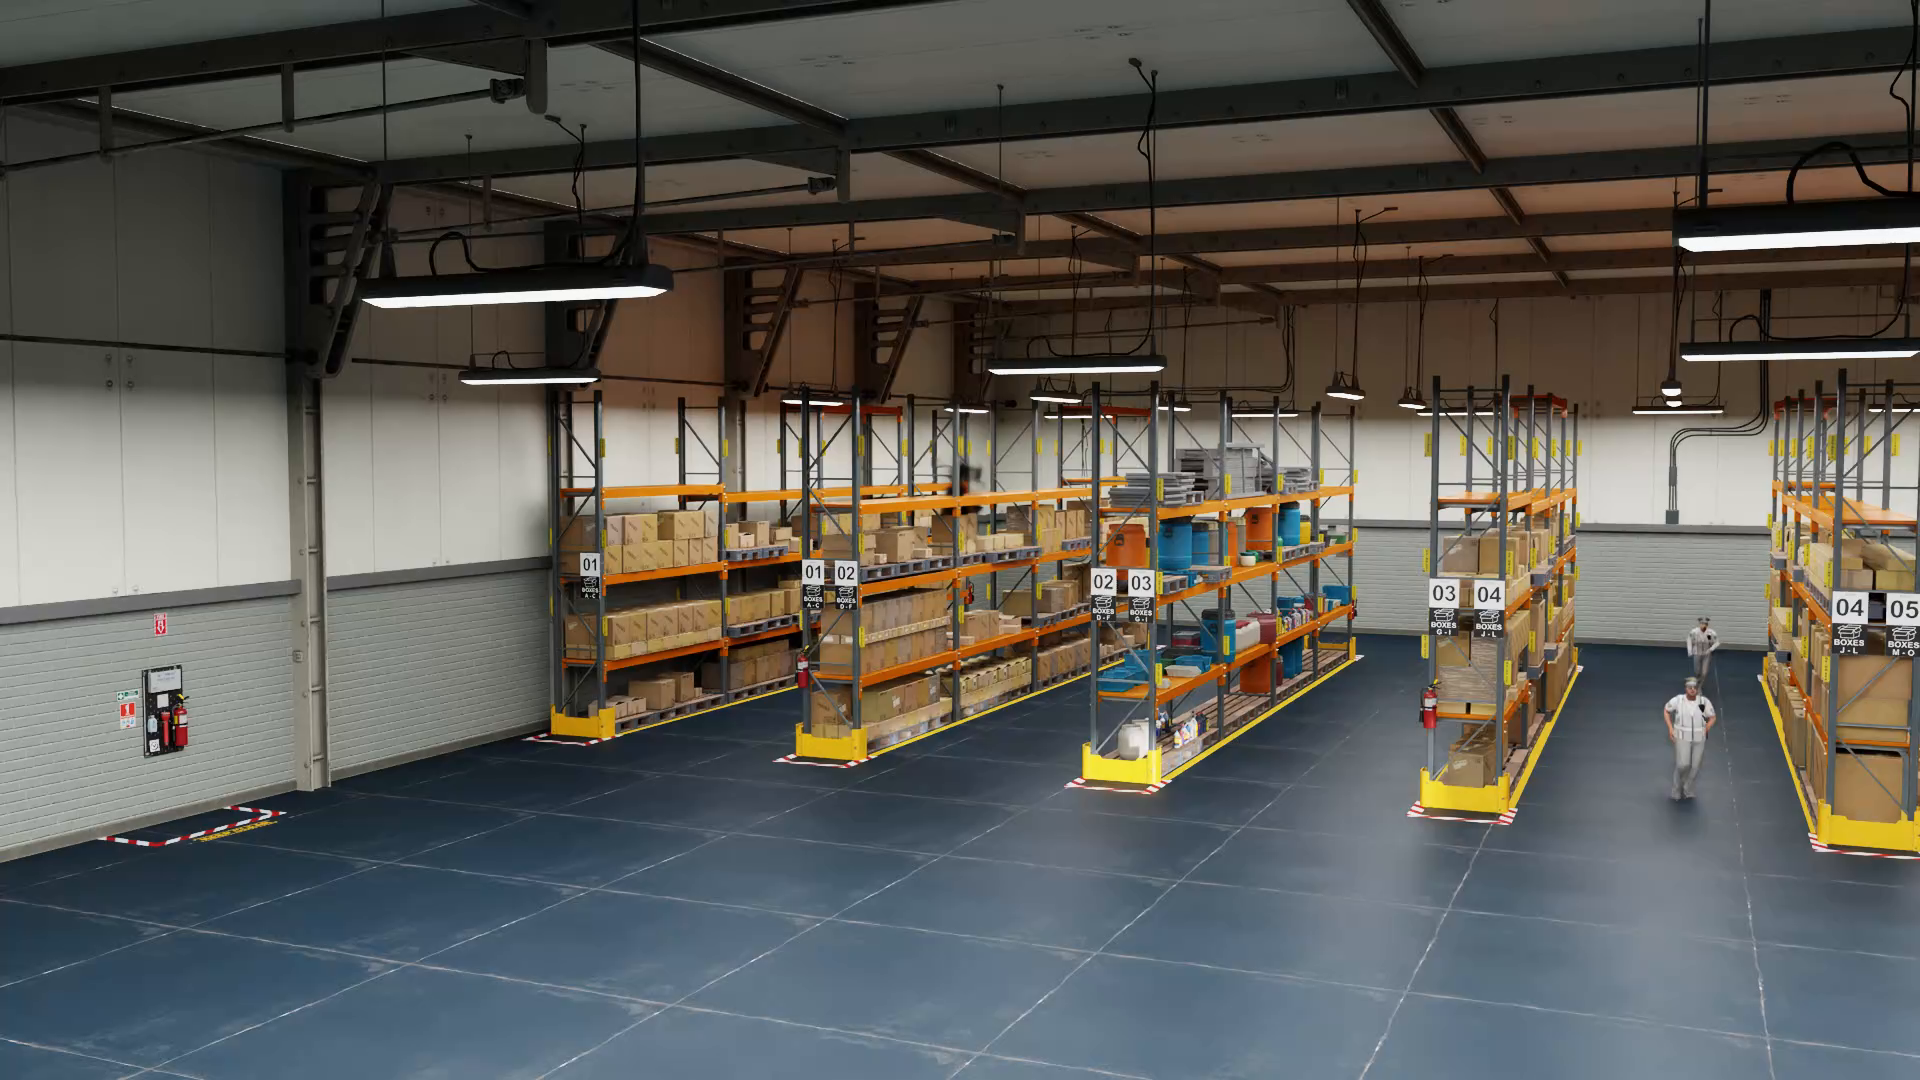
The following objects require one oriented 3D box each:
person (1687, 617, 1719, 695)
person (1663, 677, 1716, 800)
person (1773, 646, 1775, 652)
[{"bbox_3d":[15.058,2.339,33.714,0.592,1.605,0.644,1,3,19],"label":"person"},{"bbox_3d":[10.370,2.824,23.580,0.661,1.784,0.682,1,3,12],"label":"person"},{"bbox_3d":[18.255,2.158,36.629,0.745,1.702,0.664,1,3,17],"label":"person"}]
